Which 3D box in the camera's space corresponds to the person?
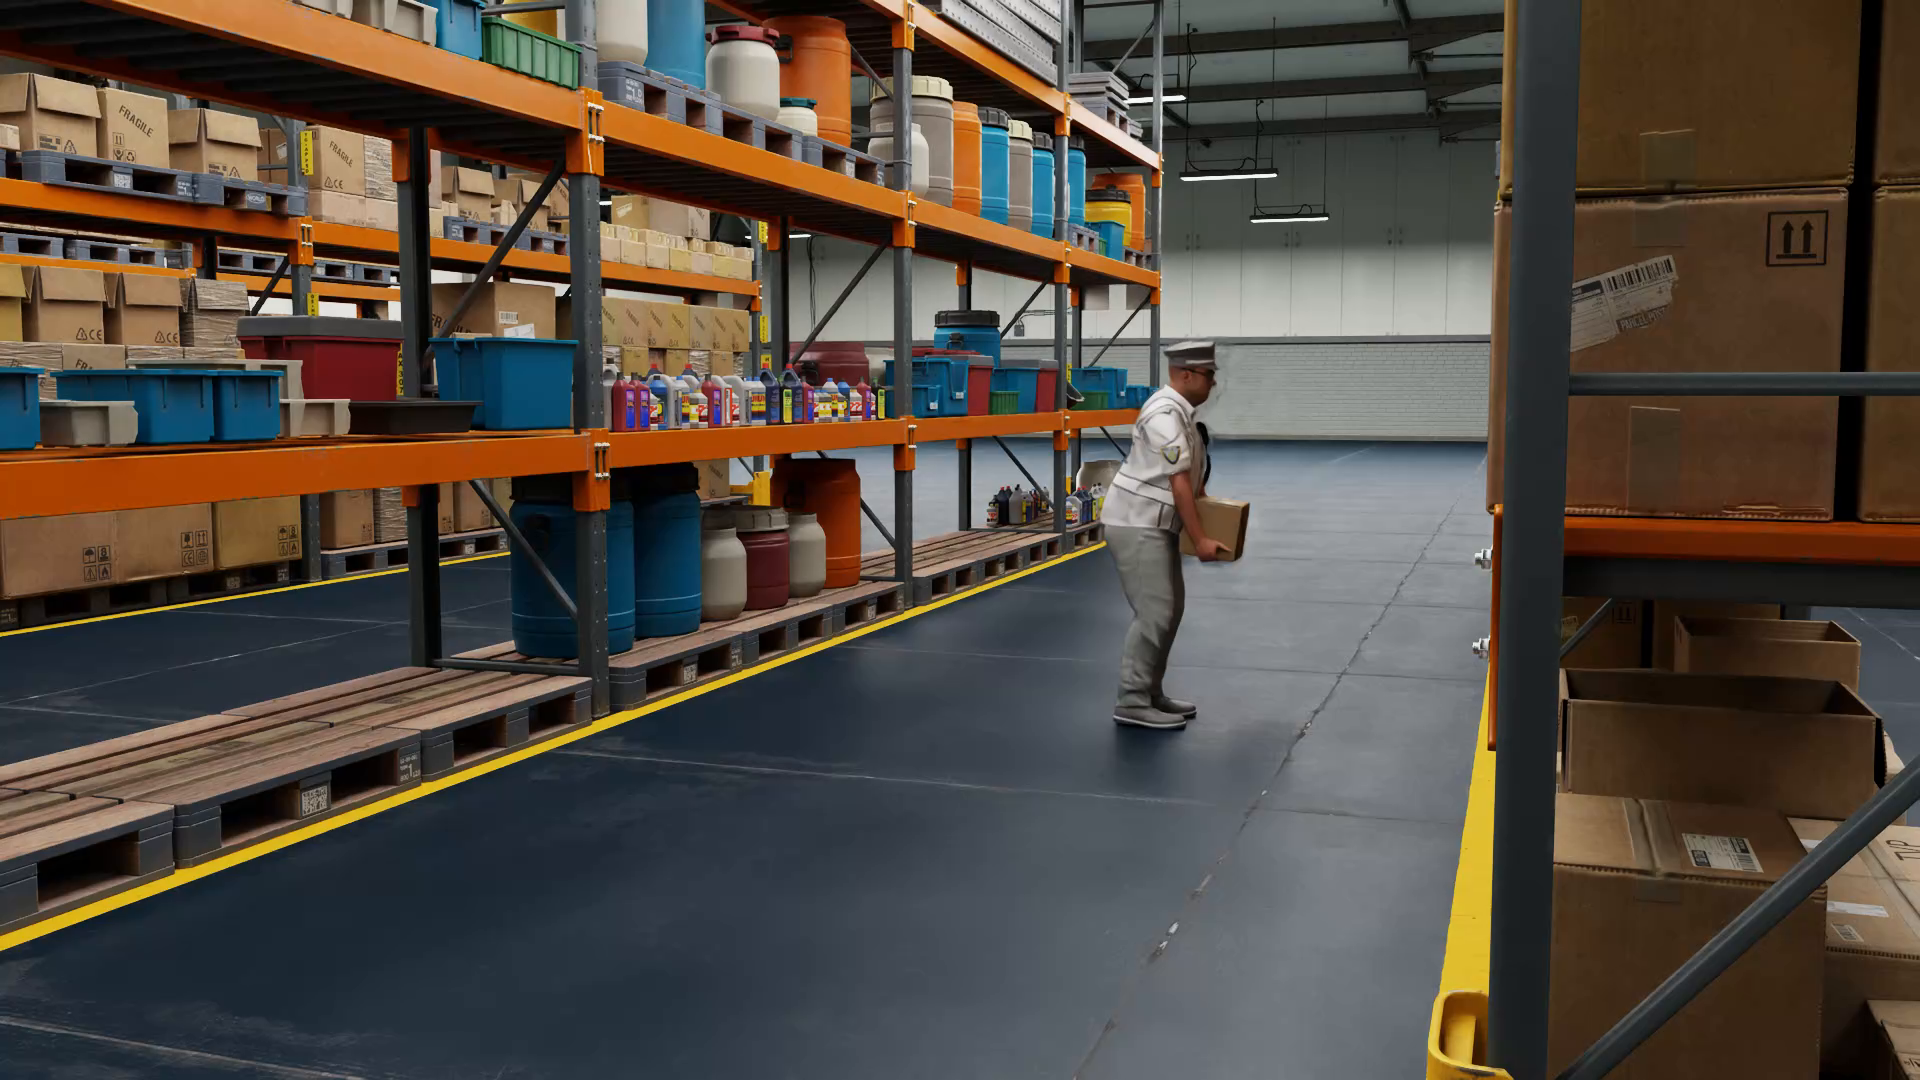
[{"bbox_3d":[0.945,-0.031,7.507,0.604,1.723,0.478,2,5,18],"label":"person"}]
